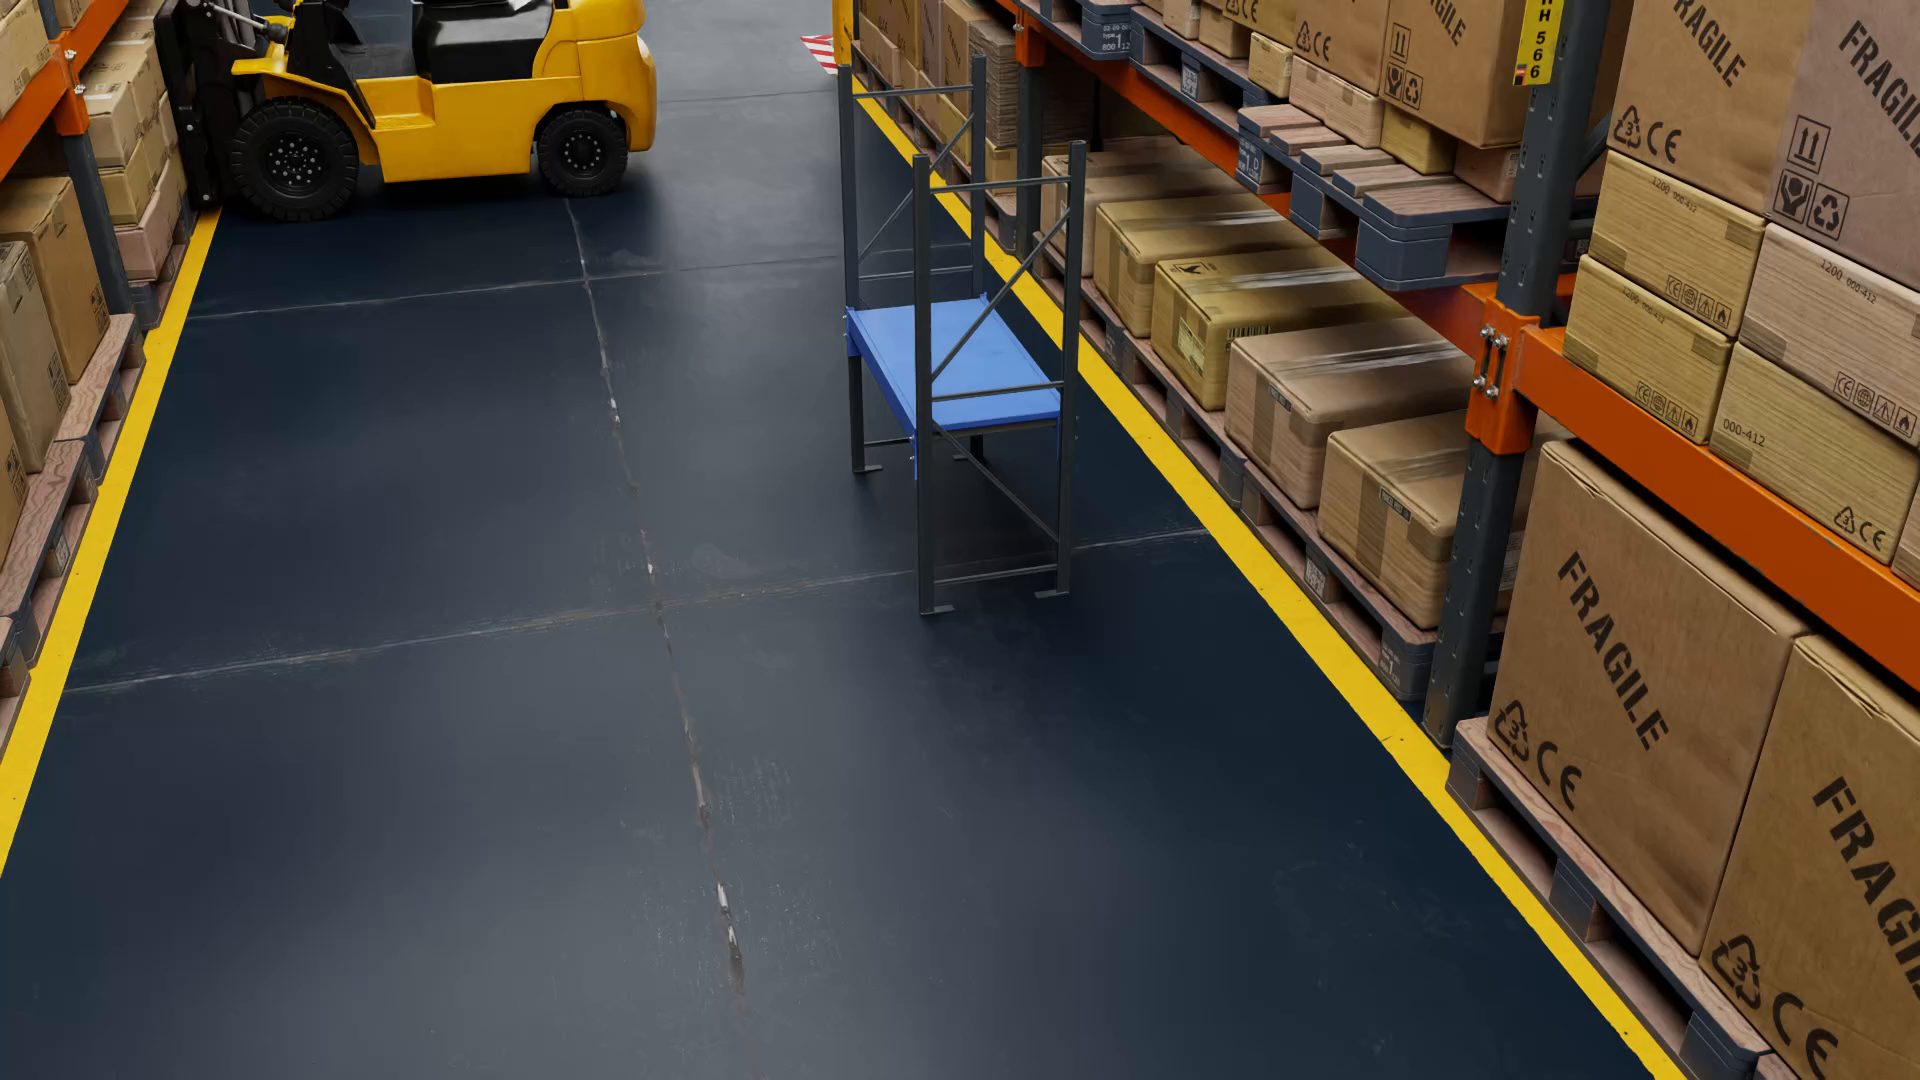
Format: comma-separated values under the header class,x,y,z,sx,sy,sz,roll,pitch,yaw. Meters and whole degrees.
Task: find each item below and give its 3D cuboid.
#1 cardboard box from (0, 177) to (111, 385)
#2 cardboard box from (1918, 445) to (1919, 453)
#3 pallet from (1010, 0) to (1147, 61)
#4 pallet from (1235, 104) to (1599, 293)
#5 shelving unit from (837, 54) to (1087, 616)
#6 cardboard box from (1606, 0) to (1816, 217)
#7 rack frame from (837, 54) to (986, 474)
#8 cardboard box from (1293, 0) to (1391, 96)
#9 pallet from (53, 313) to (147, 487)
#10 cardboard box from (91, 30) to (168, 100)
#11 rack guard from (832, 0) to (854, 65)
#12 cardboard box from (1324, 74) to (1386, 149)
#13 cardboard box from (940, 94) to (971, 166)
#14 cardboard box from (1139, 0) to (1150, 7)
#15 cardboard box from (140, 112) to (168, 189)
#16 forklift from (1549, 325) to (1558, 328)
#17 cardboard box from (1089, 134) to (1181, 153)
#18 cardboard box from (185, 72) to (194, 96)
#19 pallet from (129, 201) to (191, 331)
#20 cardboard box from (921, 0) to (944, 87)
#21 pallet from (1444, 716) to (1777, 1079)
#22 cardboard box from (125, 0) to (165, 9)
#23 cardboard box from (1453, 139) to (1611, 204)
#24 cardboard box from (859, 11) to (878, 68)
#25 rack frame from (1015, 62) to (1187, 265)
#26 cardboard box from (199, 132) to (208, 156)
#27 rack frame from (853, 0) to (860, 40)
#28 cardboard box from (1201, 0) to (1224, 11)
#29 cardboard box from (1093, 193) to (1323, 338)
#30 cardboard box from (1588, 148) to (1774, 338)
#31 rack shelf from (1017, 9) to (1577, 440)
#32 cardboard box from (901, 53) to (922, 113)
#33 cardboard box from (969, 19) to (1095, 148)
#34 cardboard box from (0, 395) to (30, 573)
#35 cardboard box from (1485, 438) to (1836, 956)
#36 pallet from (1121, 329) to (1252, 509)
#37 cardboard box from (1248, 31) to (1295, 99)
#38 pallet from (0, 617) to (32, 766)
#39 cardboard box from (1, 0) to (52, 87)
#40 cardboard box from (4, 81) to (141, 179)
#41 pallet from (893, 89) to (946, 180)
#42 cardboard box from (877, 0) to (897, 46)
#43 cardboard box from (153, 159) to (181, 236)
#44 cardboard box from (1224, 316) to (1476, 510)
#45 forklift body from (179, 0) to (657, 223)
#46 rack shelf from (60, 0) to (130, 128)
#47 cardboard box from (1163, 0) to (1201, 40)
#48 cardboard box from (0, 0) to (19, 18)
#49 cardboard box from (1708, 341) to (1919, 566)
class,x,y,z,sx,sy,sz,roll,pitch,yaw
cardboard box,-3.867,-0.966,6.377,0.875,0.625,0.625,-6,31,-11
cardboard box,1.983,-0.175,2.708,0.500,0.250,0.500,-8,31,-13
pallet,0.831,-2.253,6.840,1.003,0.211,1.213,-8,31,-13
pallet,1.539,-1.040,4.744,1.213,0.211,1.003,-8,31,-13
shelving unit,-0.023,-0.690,5.445,0.538,1.500,1.048,-8,31,-13
cardboard box,1.726,-0.998,3.382,0.500,0.500,0.500,-9,31,-15
rack frame,-0.158,-0.936,5.870,0.500,1.500,0.032,-8,31,-13
cardboard box,1.294,-1.577,4.665,0.500,0.500,0.500,-8,31,-14
pallet,-3.783,-0.506,6.413,1.003,0.211,1.213,-8,31,-13
cardboard box,-4.111,-2.250,7.970,0.500,0.250,0.500,-7,31,-12
rack guard,-0.273,-3.538,11.364,1.175,0.500,0.348,-8,31,-13
cardboard box,1.266,-1.228,4.710,0.380,0.149,0.250,-8,31,-14
cardboard box,0.202,-2.222,8.920,0.500,0.250,0.500,-9,31,-15
cardboard box,0.846,-2.111,6.234,0.380,0.149,0.250,-7,31,-13
cardboard box,-3.982,-1.789,7.673,0.500,0.250,0.500,-8,31,-14
forklift,3.520,-2.178,6.586,3.031,2.935,1.130,-22,37,-33
cardboard box,0.873,-2.037,8.601,0.500,0.250,0.500,-9,31,-16
cardboard box,-4.238,-2.277,8.516,0.500,0.250,0.500,-8,31,-13
pallet,-4.187,-1.246,7.692,1.003,0.211,1.213,-8,31,-13
cardboard box,0.080,-2.783,9.141,0.500,0.500,0.500,-6,31,-11
pallet,1.967,0.805,4.149,1.003,0.211,1.213,-8,31,-13
cardboard box,-4.370,-2.750,8.835,0.500,0.250,0.500,-7,31,-13
cardboard box,1.517,-0.993,4.303,0.380,0.149,0.250,-7,31,-11
cardboard box,-0.345,-3.222,10.648,0.500,0.250,0.500,-8,31,-14
rack frame,0.769,-2.725,7.463,1.000,3.000,0.127,-8,31,-13
cardboard box,-4.242,-2.070,8.657,0.500,0.250,0.500,-7,31,-12
rack frame,-0.293,-4.657,10.801,1.000,3.000,0.127,-8,31,-13
cardboard box,1.015,-2.085,5.542,0.500,0.500,0.500,-9,31,-15
cardboard box,1.105,-1.169,6.980,0.950,0.372,0.625,-6,31,-10
cardboard box,1.727,-0.667,3.558,0.500,0.250,0.500,-8,31,-14
rack shelf,1.300,-1.447,5.975,1.077,0.370,4.000,-8,31,-13
cardboard box,-0.060,-2.713,9.768,0.500,0.250,0.500,-6,31,-10
cardboard box,0.353,-2.291,8.291,0.500,0.500,0.500,-8,31,-14
cardboard box,-3.466,-0.228,5.101,0.875,0.625,0.625,-9,31,-15
cardboard box,1.934,0.290,3.957,0.875,0.875,0.875,-8,31,-14
pallet,1.304,-0.552,6.493,1.003,0.211,1.213,-8,31,-13
cardboard box,1.120,-1.482,5.148,0.380,0.149,0.250,-7,31,-12
pallet,-3.135,0.673,4.377,1.003,0.211,1.213,-8,31,-13
cardboard box,-3.630,-1.789,5.997,0.500,0.250,0.500,-7,31,-12
cardboard box,-3.842,-1.763,7.129,0.500,0.250,0.500,-8,31,-14
pallet,0.229,-2.428,9.734,1.003,0.211,1.213,-8,31,-13
cardboard box,-0.196,-3.283,10.005,0.500,0.500,0.500,-9,31,-15
cardboard box,-3.975,-1.576,7.803,0.500,0.250,0.500,-9,31,-14
cardboard box,1.487,-0.467,5.766,0.950,0.372,0.625,-8,31,-14
forklift body,-2.815,-2.954,8.707,2.313,2.155,1.214,-8,31,-13
rack shelf,-4.547,-2.718,8.169,1.077,0.370,4.000,-8,31,-13
cardboard box,0.930,-1.856,5.793,0.380,0.149,0.250,-7,31,-11
cardboard box,-3.639,-2.011,5.881,0.500,0.250,0.500,-9,31,-14
cardboard box,1.871,-0.212,3.273,0.500,0.250,0.500,-9,31,-15
